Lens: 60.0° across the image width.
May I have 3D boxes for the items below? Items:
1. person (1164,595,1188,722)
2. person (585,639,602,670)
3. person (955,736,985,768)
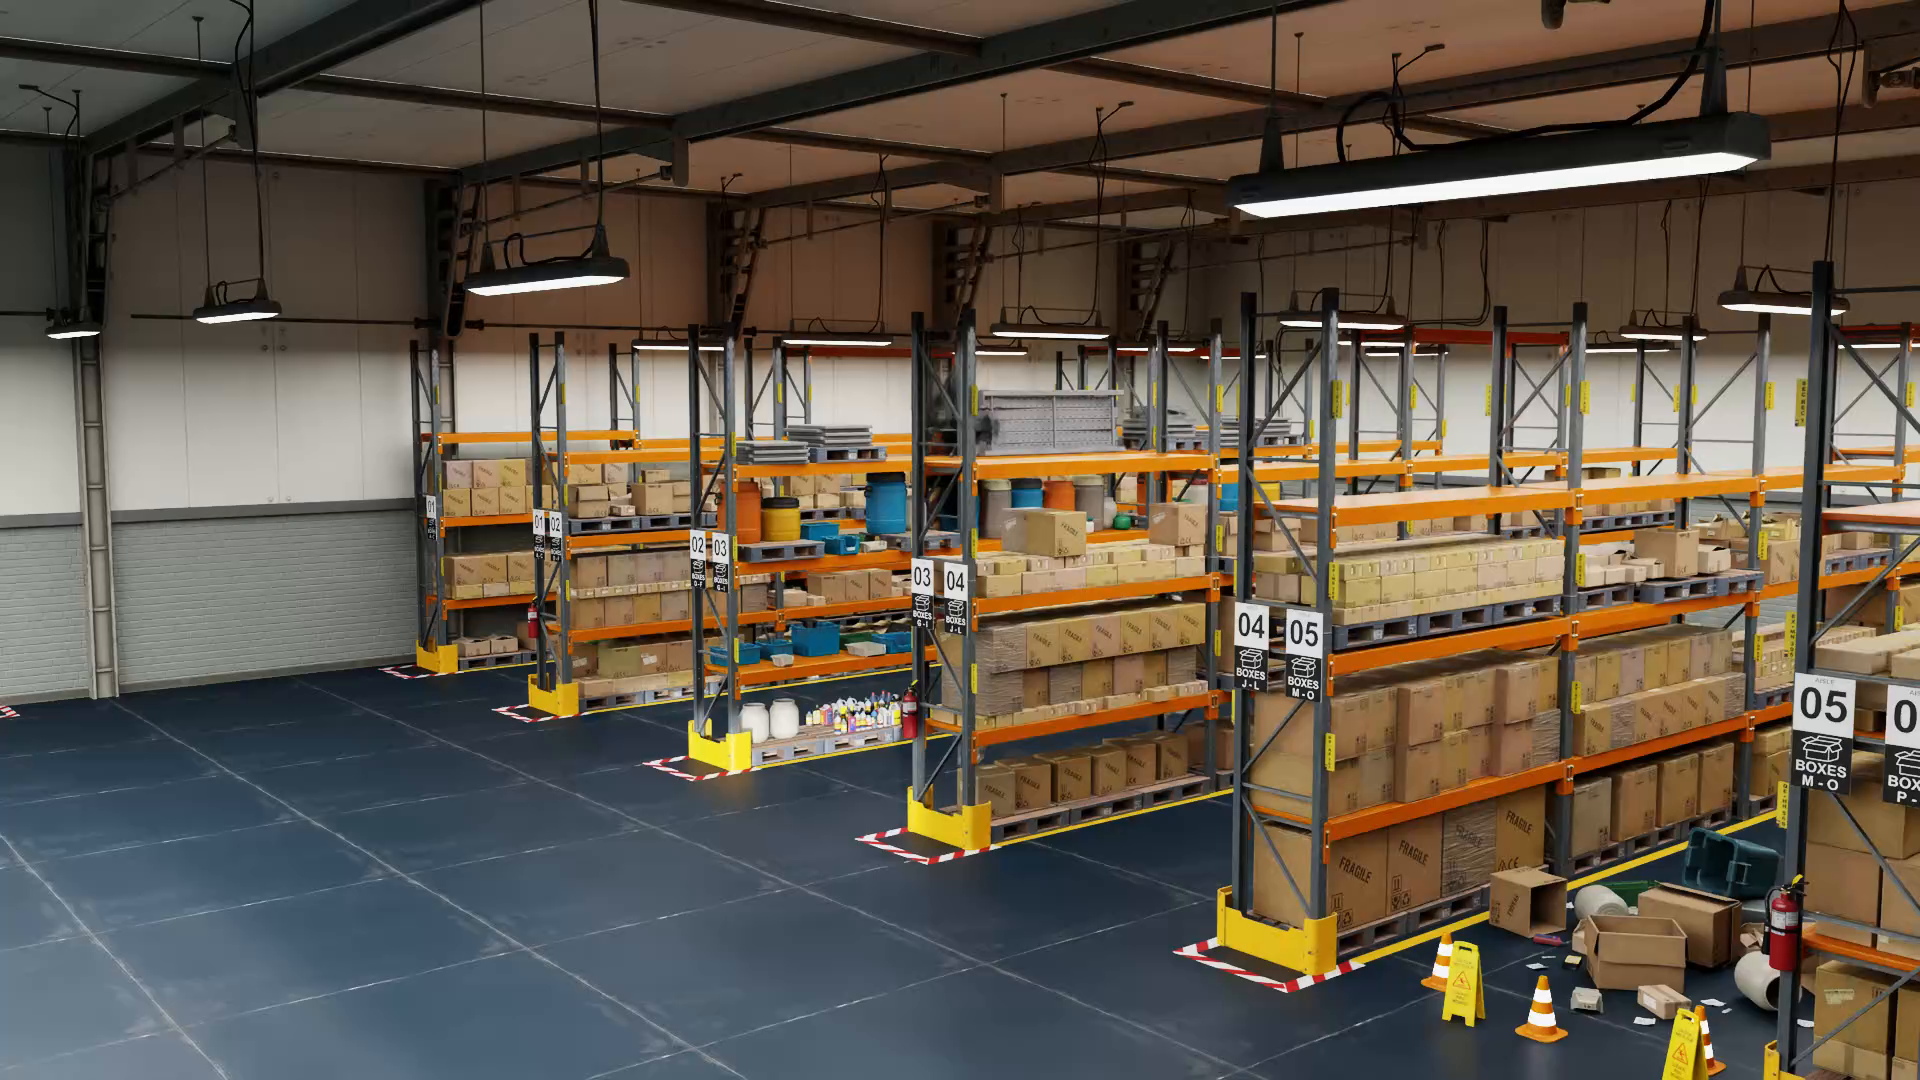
[{"bbox_3d":[3.118,1.759,24.427,0.701,1.899,0.655,-5,7,-44],"label":"person"},{"bbox_3d":[-6.387,1.618,28.901,0.578,1.744,0.649,-4,7,-40],"label":"person"},{"bbox_3d":[0.087,2.116,21.320,0.505,1.642,0.654,3,6,33],"label":"person"}]
